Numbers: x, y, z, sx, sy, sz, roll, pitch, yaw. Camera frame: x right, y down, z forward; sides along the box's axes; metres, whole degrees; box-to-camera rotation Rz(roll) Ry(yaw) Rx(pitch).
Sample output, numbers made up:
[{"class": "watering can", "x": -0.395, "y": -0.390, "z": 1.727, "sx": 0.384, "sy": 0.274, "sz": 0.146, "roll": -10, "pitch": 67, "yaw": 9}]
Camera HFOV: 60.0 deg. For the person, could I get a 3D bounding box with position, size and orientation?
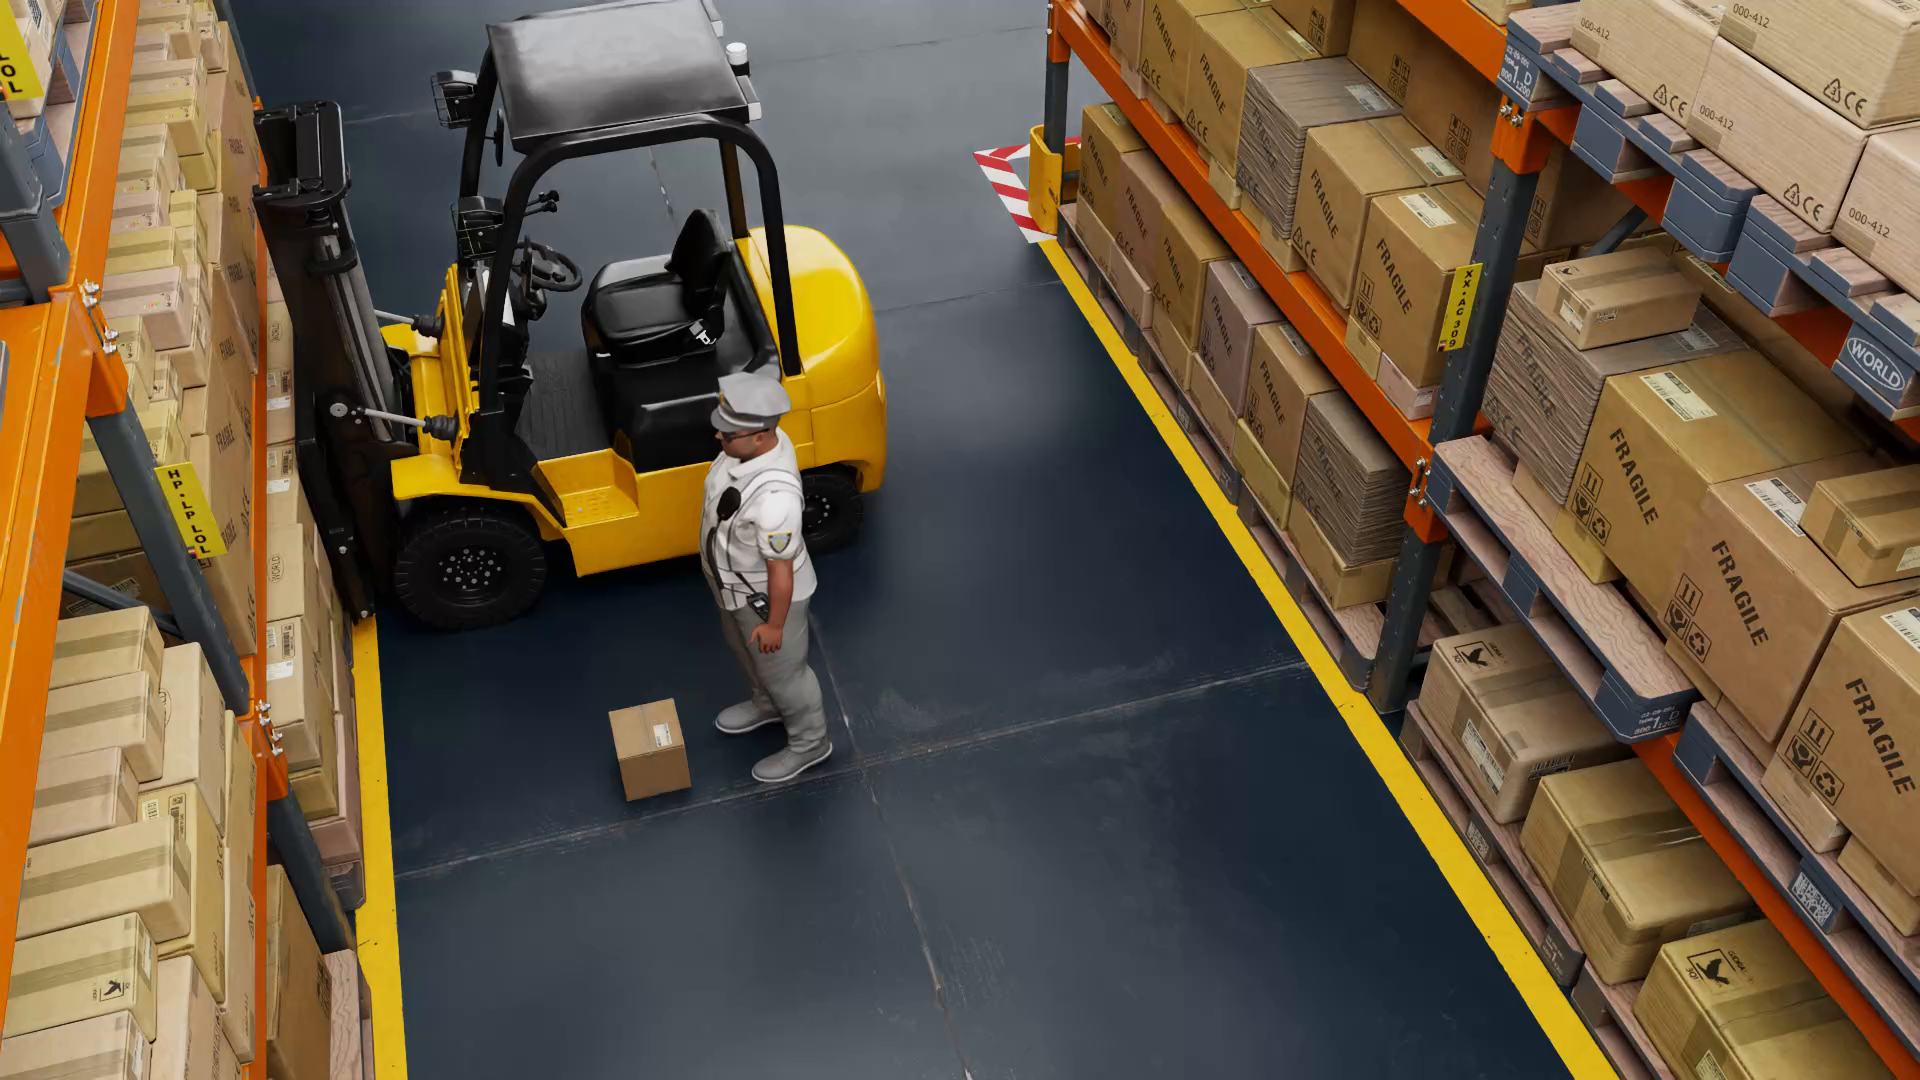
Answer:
[{"class": "person", "x": -0.731, "y": 0.157, "z": 5.983, "sx": 0.420, "sy": 1.777, "sz": 0.526, "roll": -11, "pitch": 43, "yaw": -12}]
